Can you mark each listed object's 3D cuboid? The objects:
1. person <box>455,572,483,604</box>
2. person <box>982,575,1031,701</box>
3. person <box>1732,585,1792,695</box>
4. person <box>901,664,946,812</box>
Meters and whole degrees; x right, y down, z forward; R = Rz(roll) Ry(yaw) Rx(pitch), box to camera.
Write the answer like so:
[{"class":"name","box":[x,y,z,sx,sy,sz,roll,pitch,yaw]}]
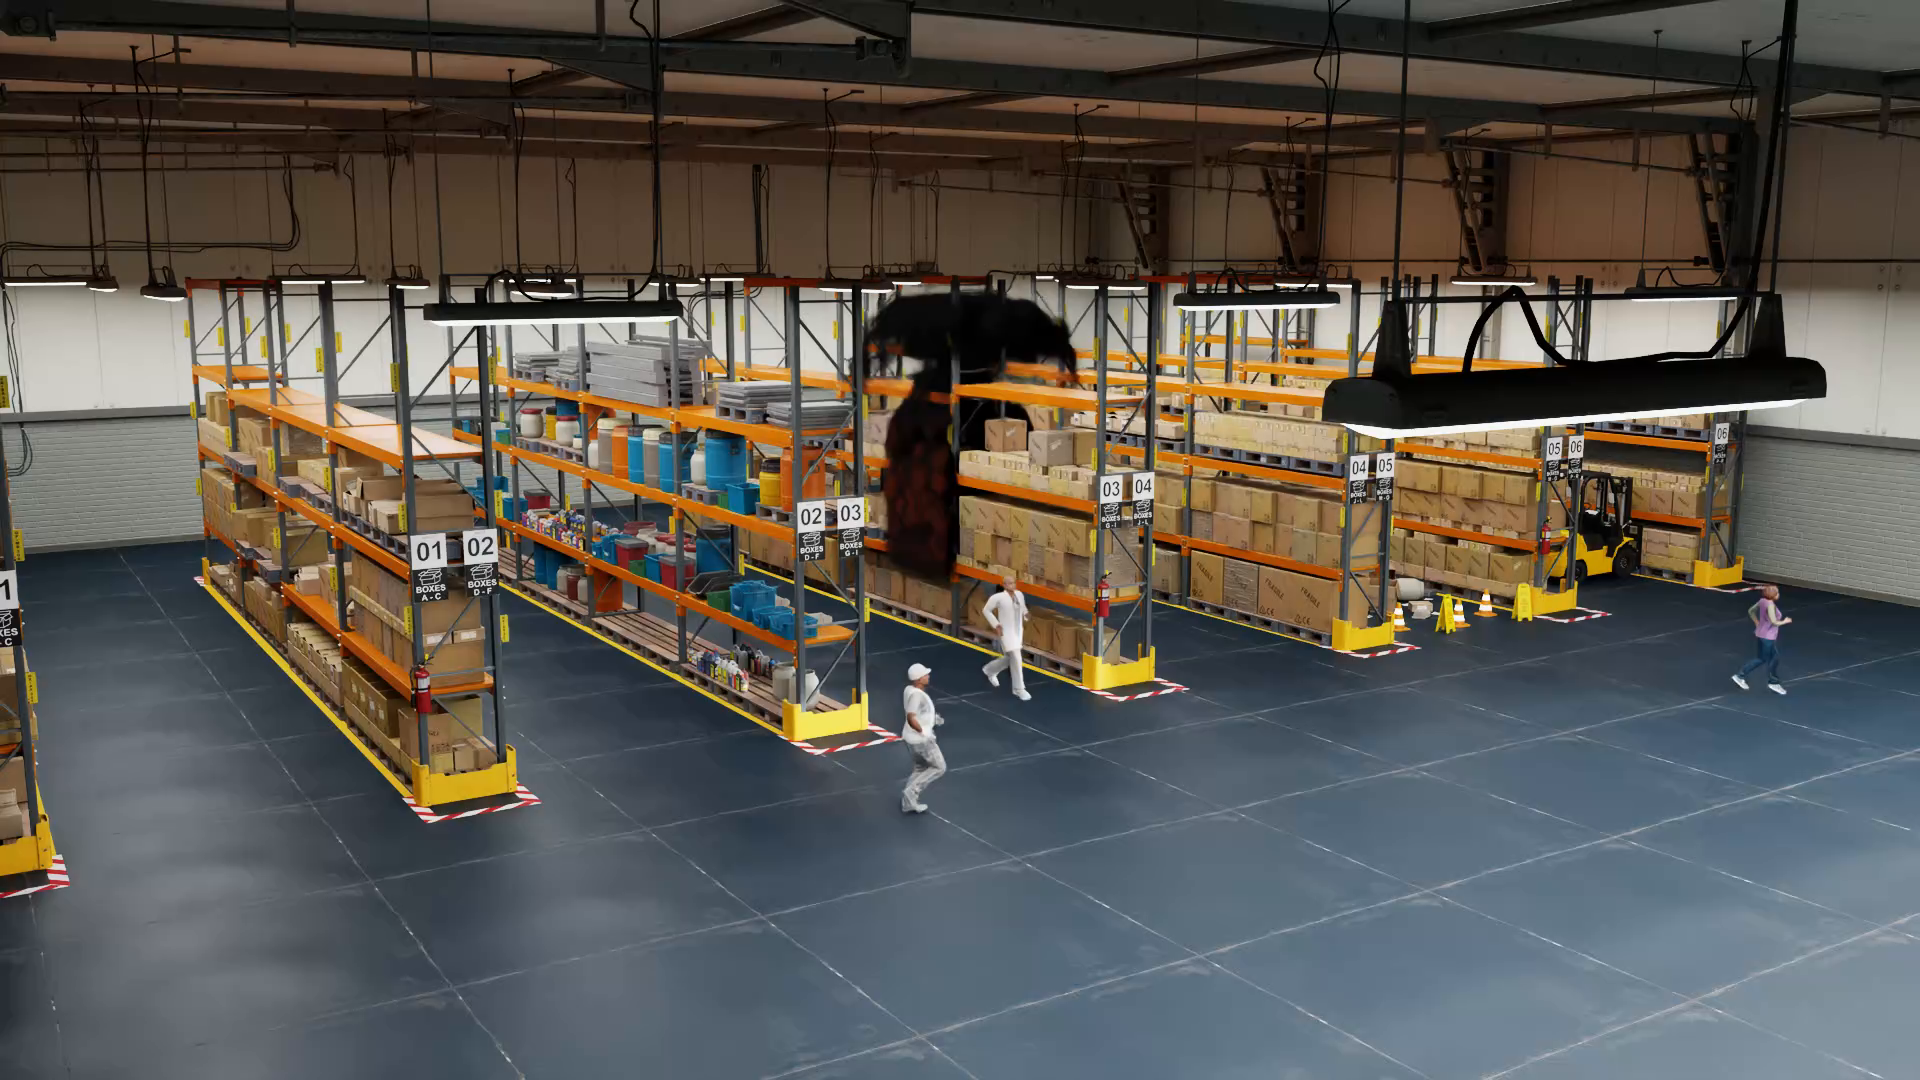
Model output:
[{"class":"person","box":[-8.395,0.675,28.679,0.640,1.730,0.938,-7,12,-35]},{"class":"person","box":[0.715,1.391,24.403,0.979,1.794,0.692,9,13,44]},{"class":"person","box":[11.818,1.462,24.467,0.771,1.631,0.575,2,10,14]},{"class":"person","box":[-0.405,2.276,19.182,0.570,1.735,0.657,-2,10,-15]}]
